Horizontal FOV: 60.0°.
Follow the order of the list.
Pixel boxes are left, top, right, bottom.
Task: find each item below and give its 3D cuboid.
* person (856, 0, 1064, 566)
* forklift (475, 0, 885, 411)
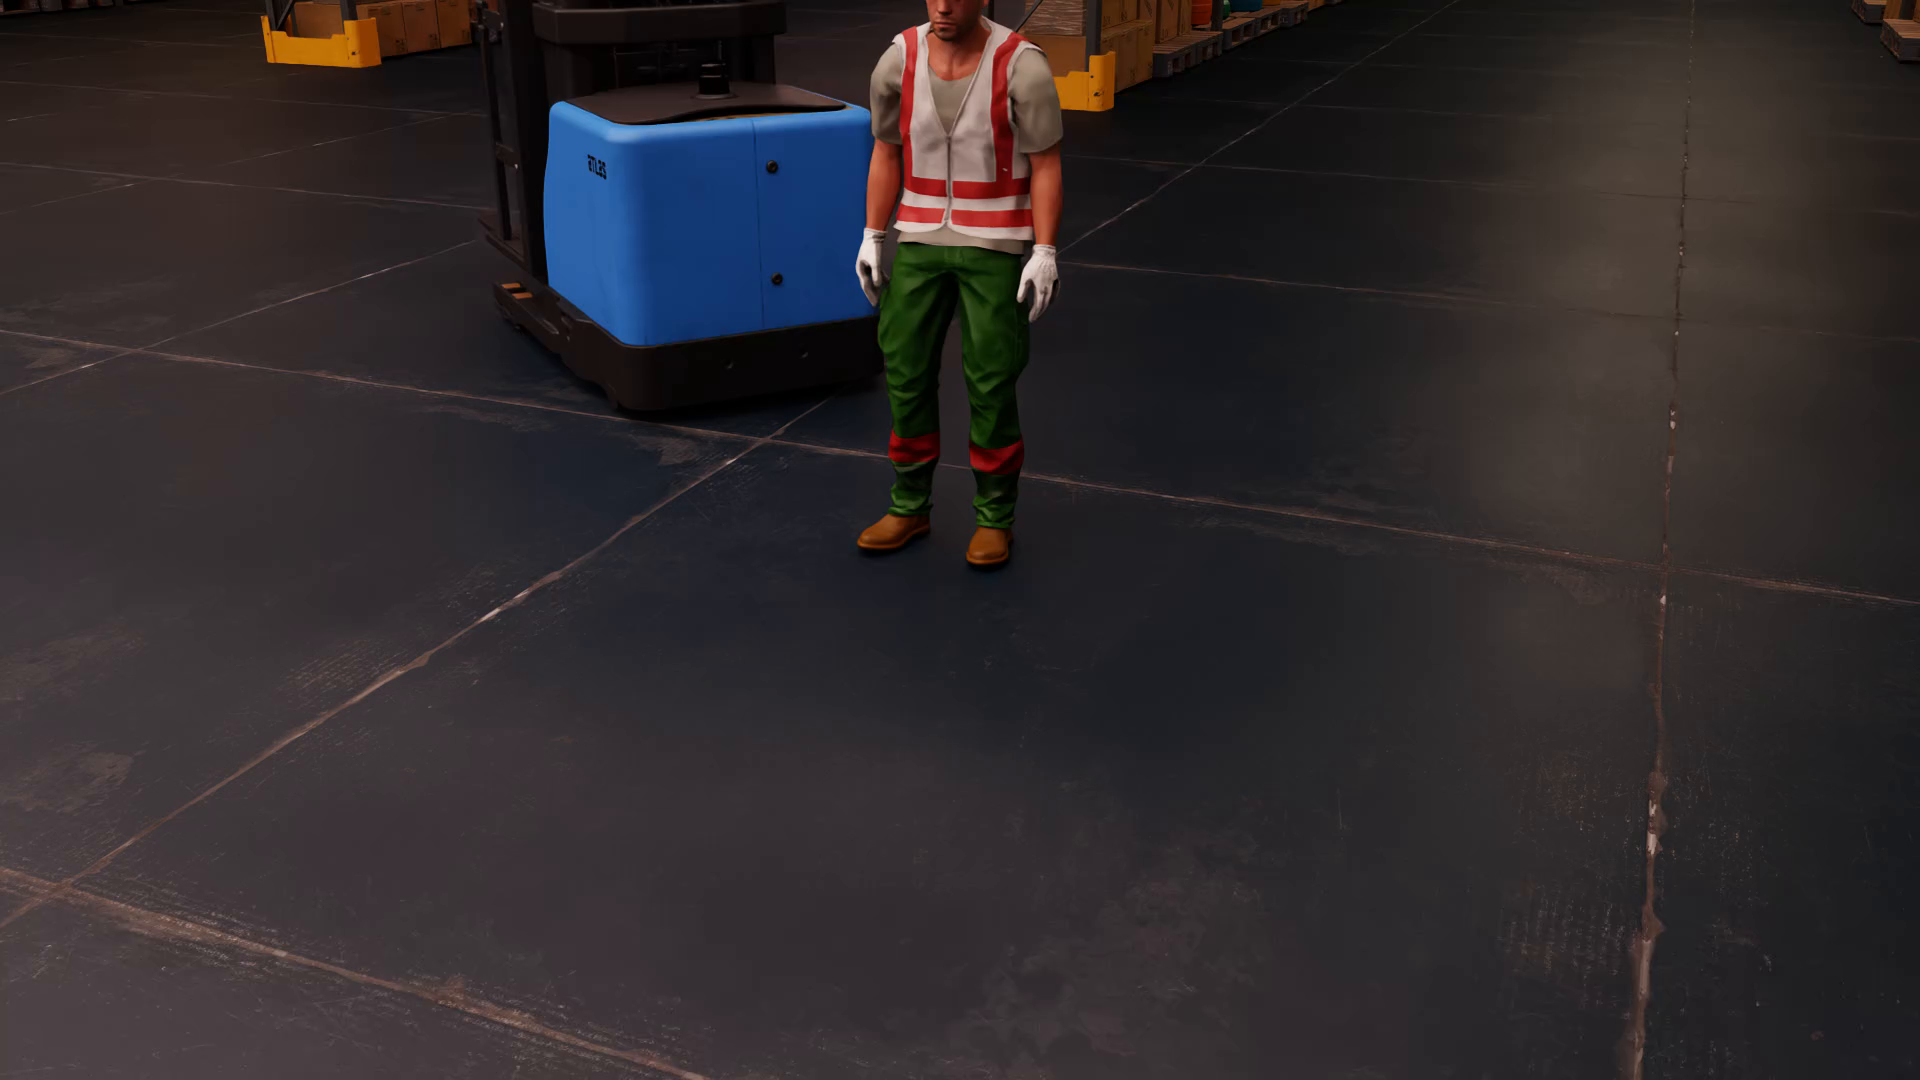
[{"bbox_3d":[-0.010,-0.802,4.710,0.608,1.778,0.450,8,24,19],"label":"person"},{"bbox_3d":[-1.438,-2.347,6.908,1.130,2.935,3.031,-12,25,-26],"label":"forklift"}]
